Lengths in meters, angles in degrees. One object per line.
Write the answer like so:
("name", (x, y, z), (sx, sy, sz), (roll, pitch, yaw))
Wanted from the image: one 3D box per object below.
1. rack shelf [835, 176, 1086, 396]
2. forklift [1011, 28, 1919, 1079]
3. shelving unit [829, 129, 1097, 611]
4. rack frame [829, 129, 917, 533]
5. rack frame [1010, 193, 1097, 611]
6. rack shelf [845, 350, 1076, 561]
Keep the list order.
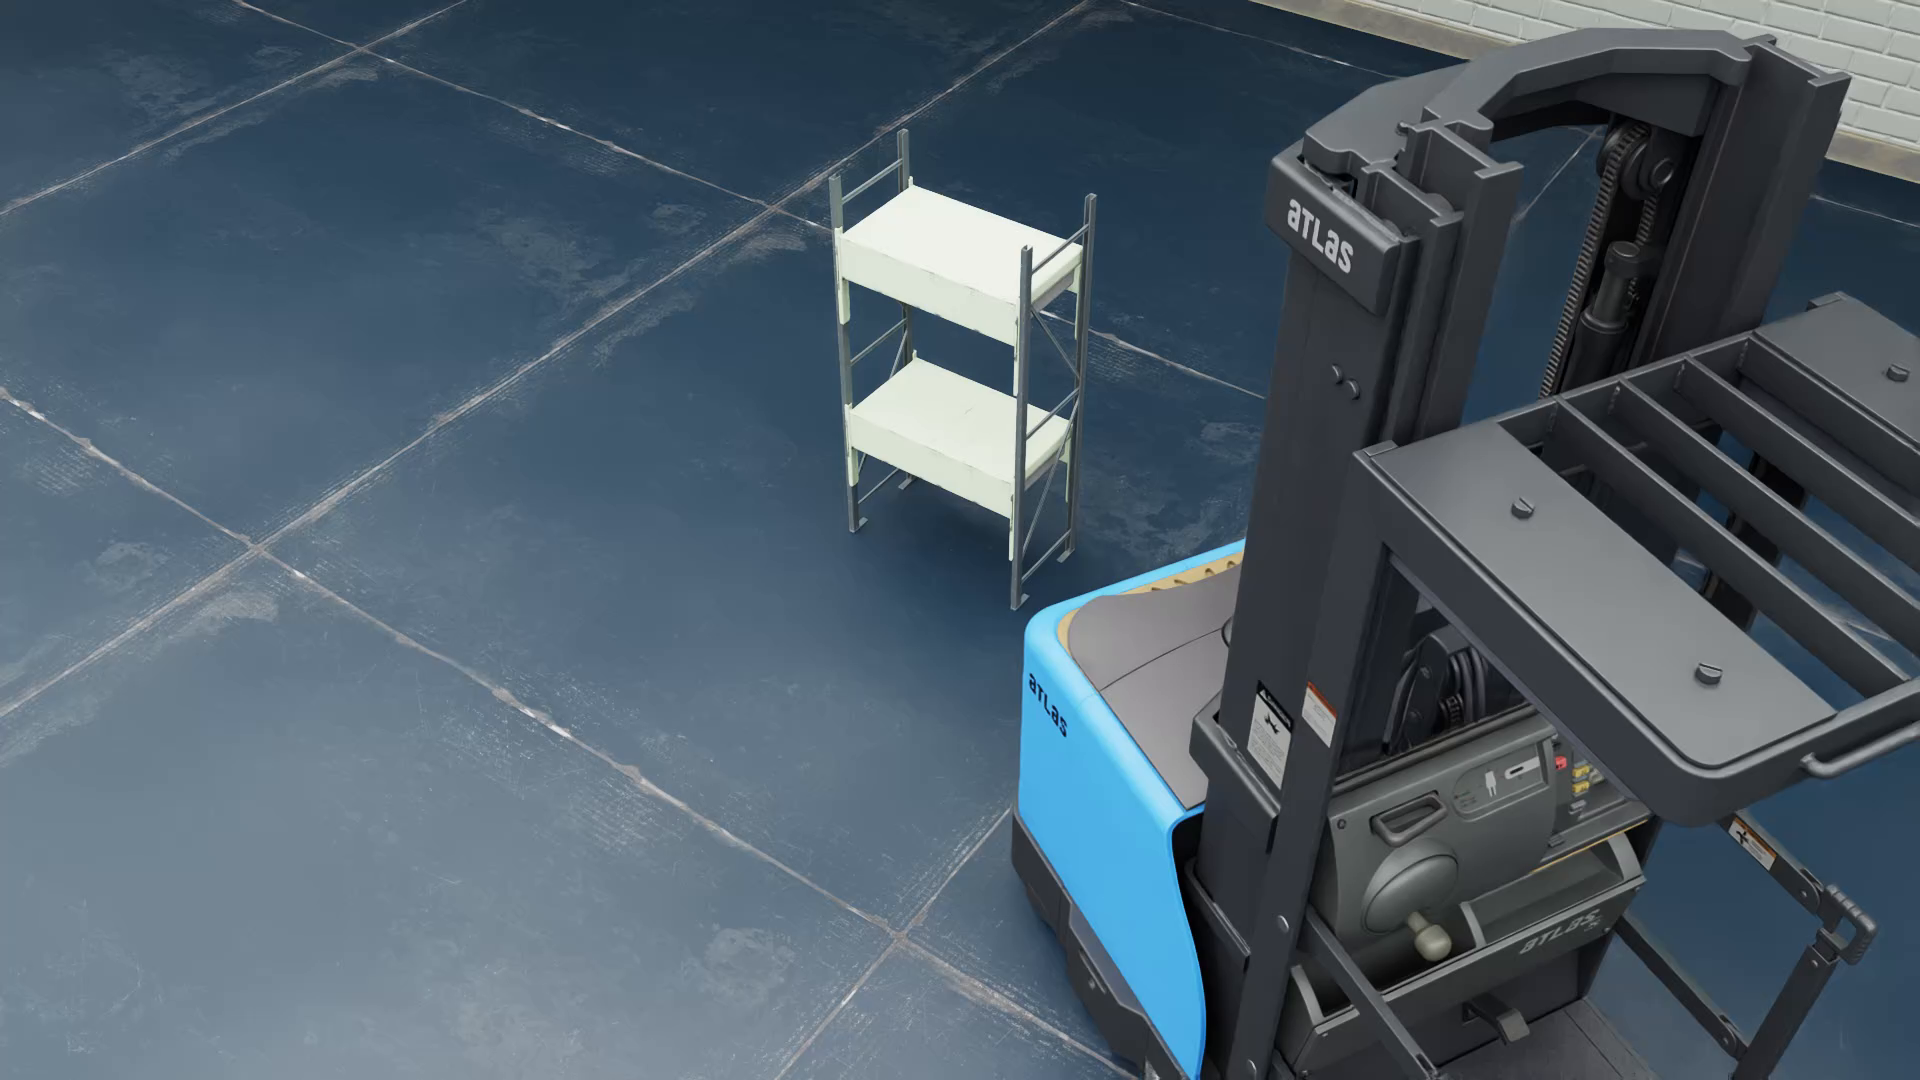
("rack shelf", (0.005, -0.847, 5.487), (0.720, 0.370, 0.431), (25, 48, 25))
("forklift", (1.252, 0.650, 3.325), (1.130, 2.935, 3.031), (-18, 45, -19))
("shelving unit", (0.005, -0.556, 5.747), (0.755, 1.500, 0.431), (25, 48, 25))
("rack frame", (-0.294, -0.697, 5.904), (0.023, 1.500, 0.400), (25, 48, 25))
("rack frame", (0.305, -0.416, 5.590), (0.023, 1.500, 0.400), (25, 48, 25))
("rack shelf", (0.005, -0.313, 5.964), (0.720, 0.370, 0.431), (25, 48, 25))
